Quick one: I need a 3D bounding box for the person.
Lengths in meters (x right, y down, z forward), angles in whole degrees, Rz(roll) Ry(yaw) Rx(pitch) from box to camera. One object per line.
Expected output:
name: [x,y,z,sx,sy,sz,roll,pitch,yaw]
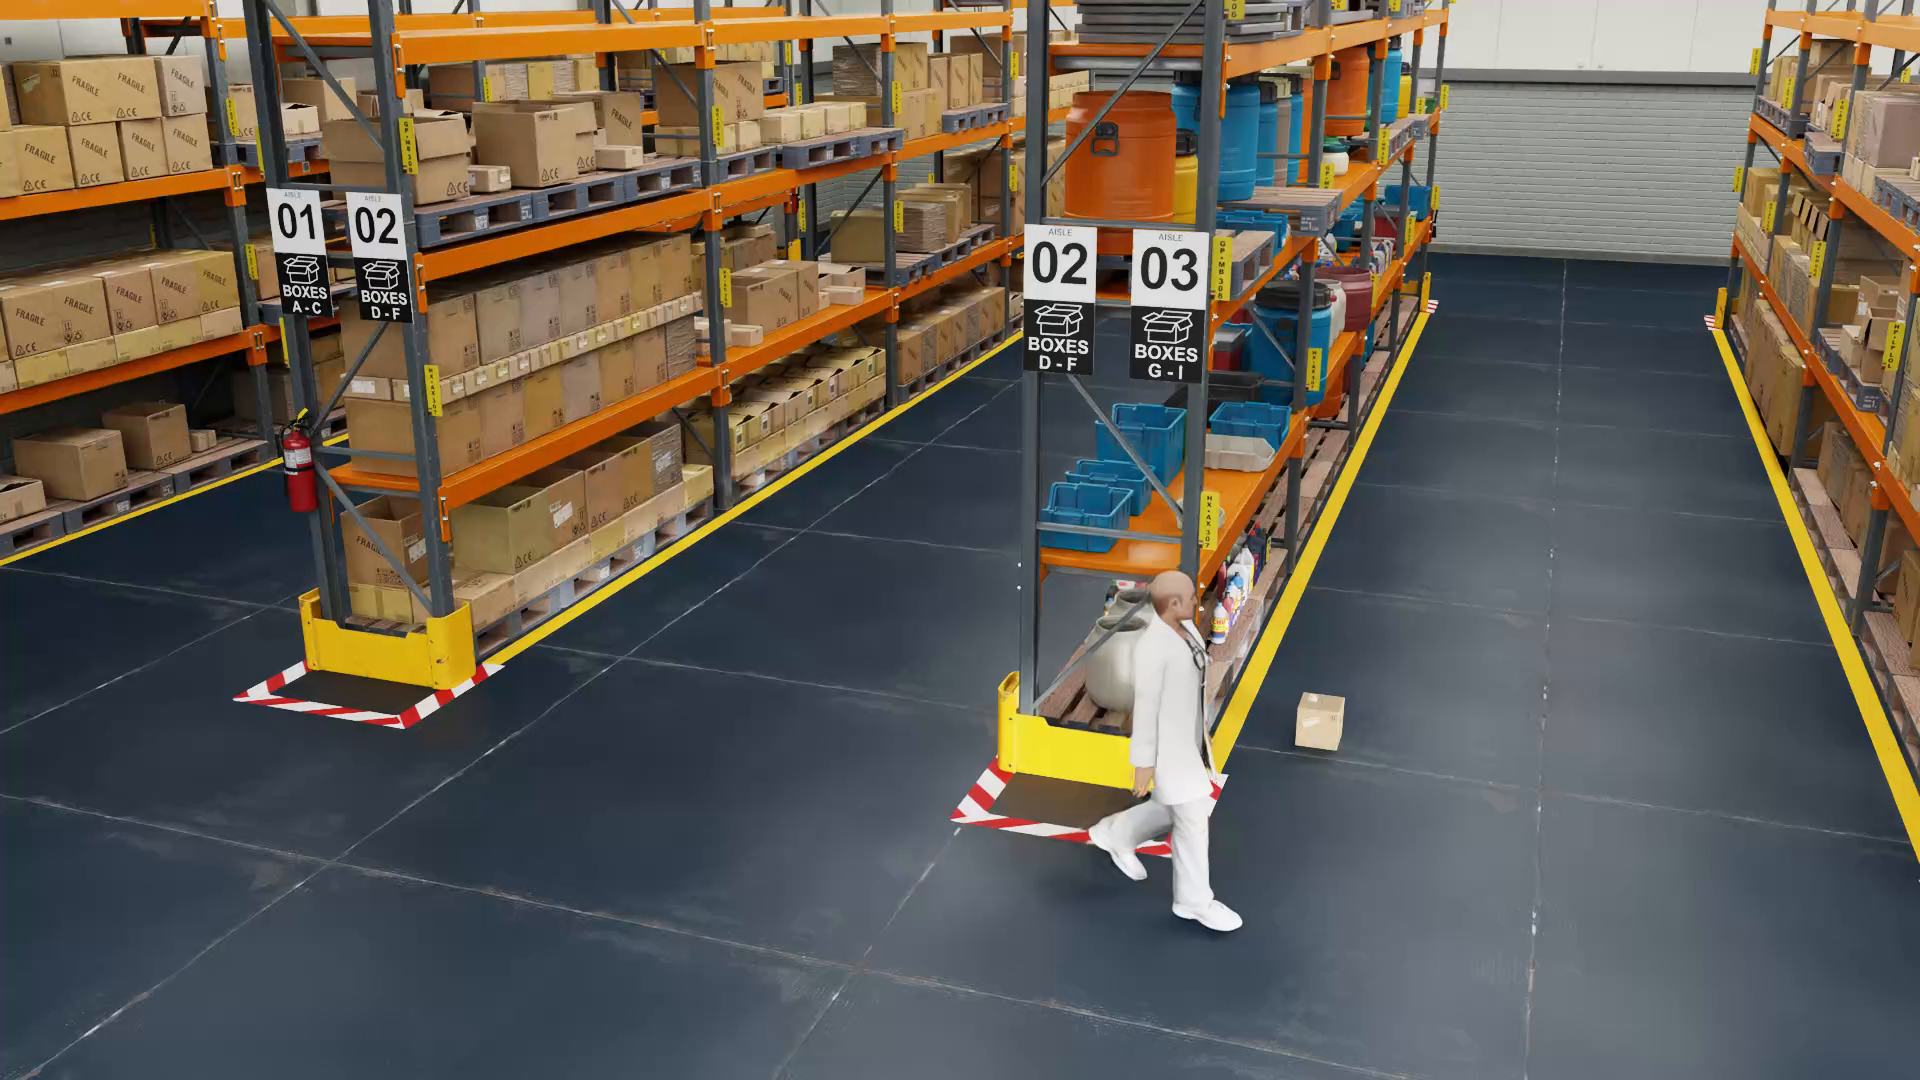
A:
person: [1.022,0.982,8.073,0.873,1.754,0.625,9,21,26]
